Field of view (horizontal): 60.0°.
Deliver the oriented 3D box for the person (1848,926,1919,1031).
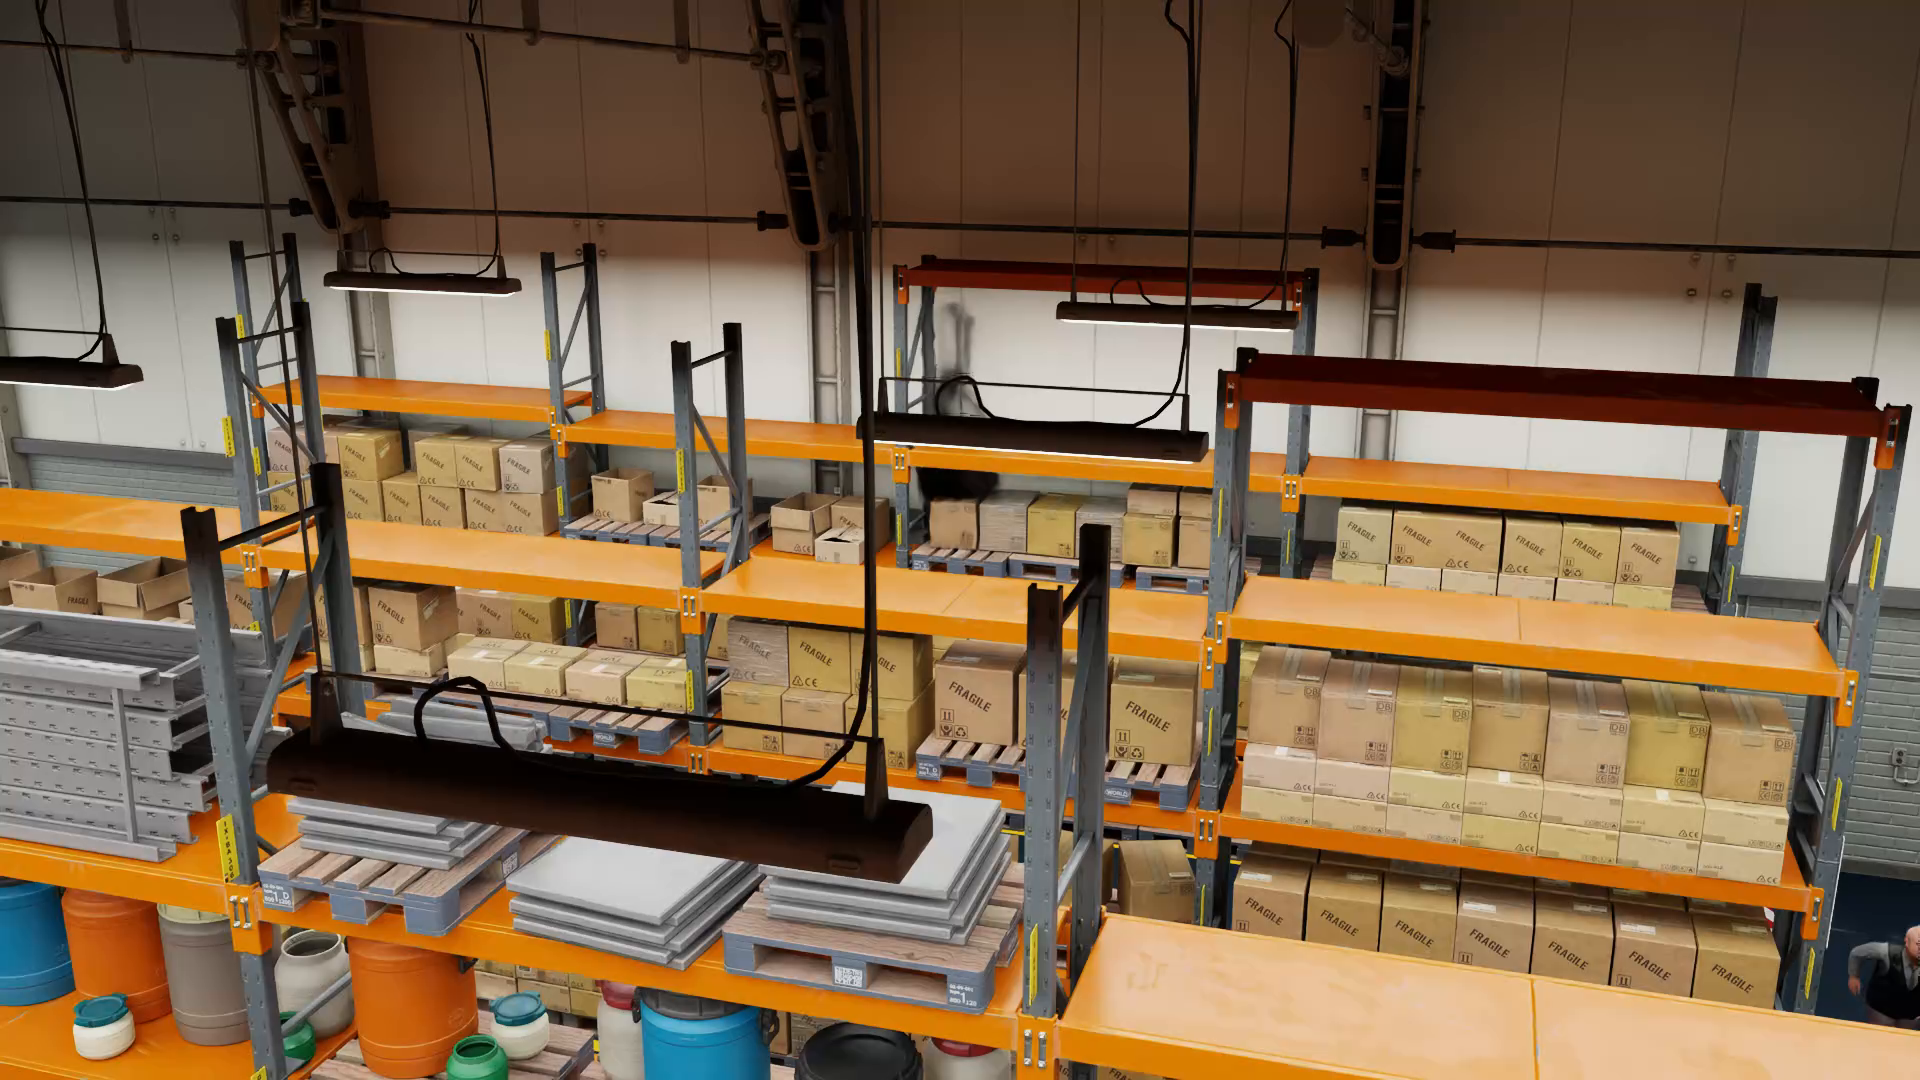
[{"bbox_3d":[7.300,3.705,12.970,0.646,1.650,0.714,2,16,7],"label":"person"}]
